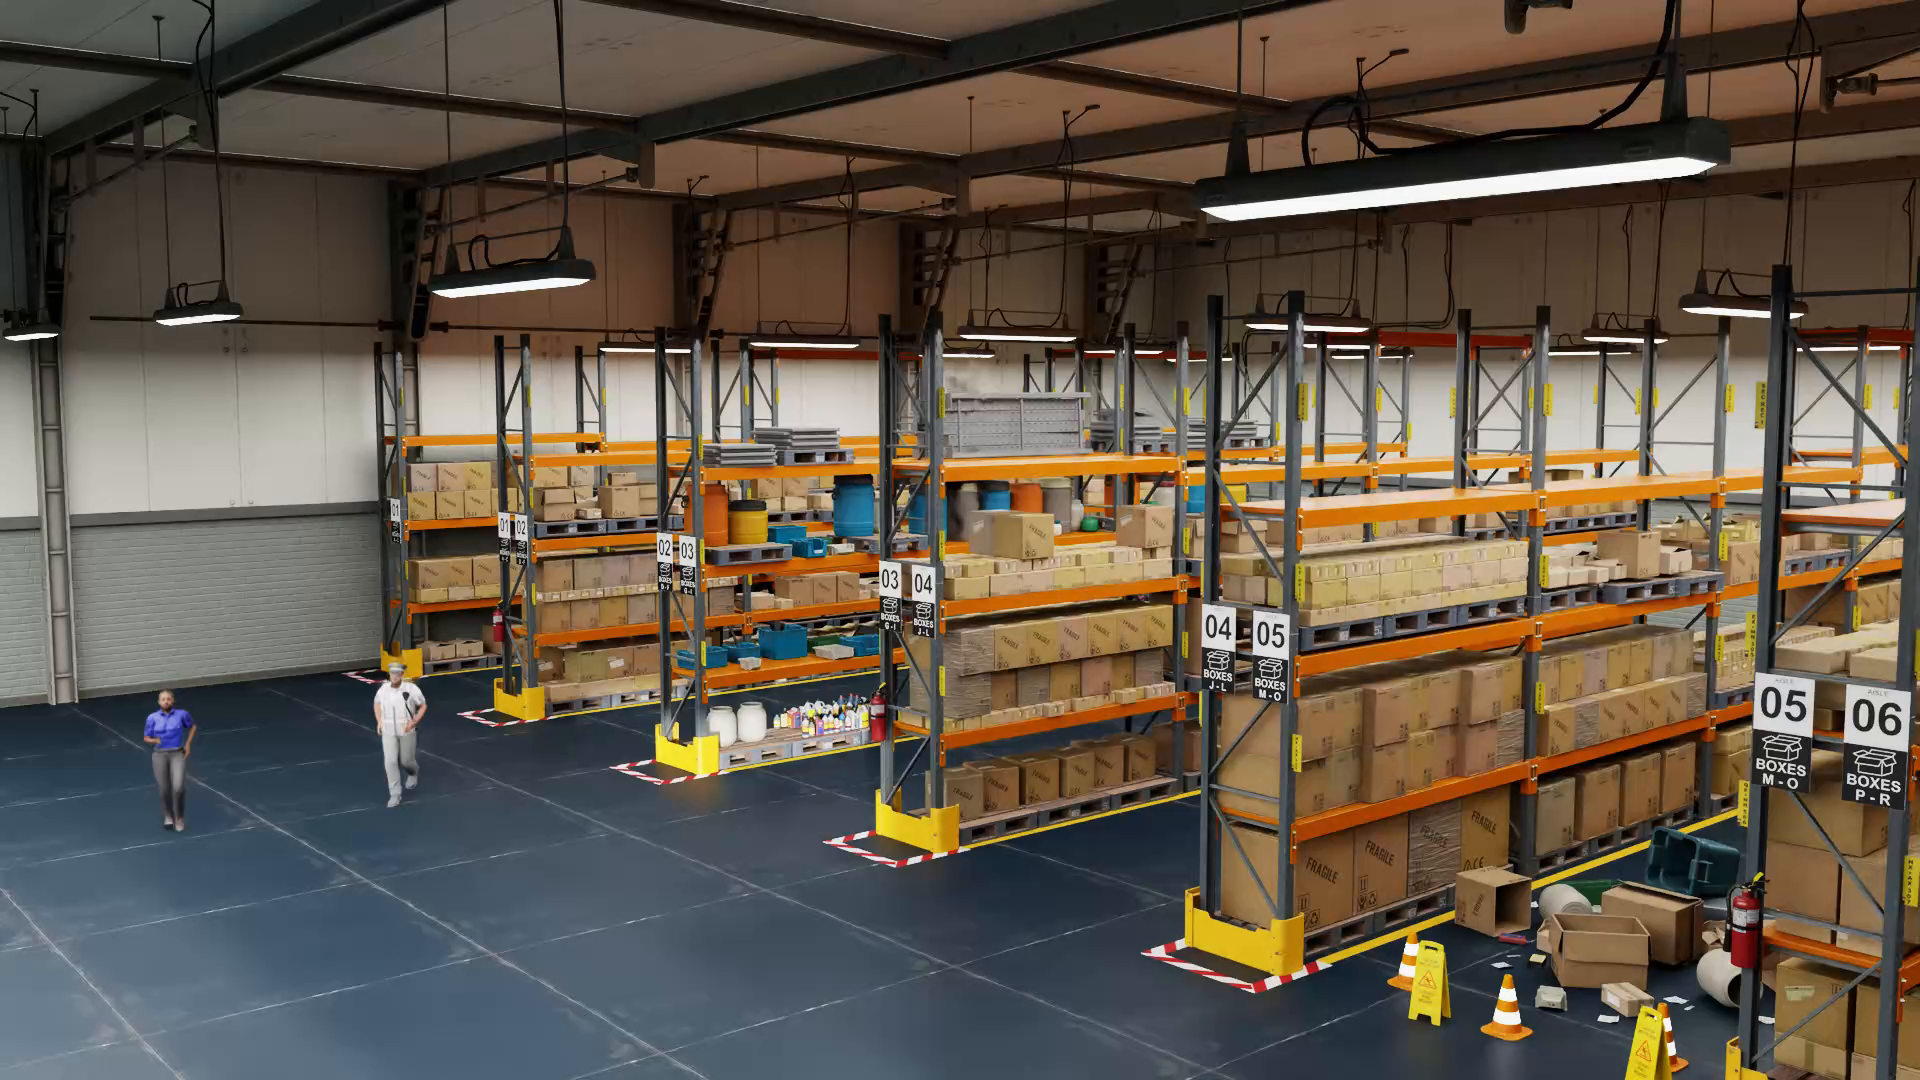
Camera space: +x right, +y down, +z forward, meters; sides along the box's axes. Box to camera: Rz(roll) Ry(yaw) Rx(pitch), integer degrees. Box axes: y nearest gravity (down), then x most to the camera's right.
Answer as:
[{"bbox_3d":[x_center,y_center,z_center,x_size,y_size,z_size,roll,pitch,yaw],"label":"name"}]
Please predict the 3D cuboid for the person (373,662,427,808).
[{"bbox_3d":[-7.040,2.398,20.917,0.675,1.784,0.868,-1,5,-7],"label":"person"}]

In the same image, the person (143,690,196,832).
[{"bbox_3d":[-9.212,2.593,19.403,0.555,1.674,0.660,-2,6,-22],"label":"person"}]

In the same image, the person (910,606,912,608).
[{"bbox_3d":[-0.523,1.452,28.268,0.677,1.834,0.651,4,7,39],"label":"person"}]
